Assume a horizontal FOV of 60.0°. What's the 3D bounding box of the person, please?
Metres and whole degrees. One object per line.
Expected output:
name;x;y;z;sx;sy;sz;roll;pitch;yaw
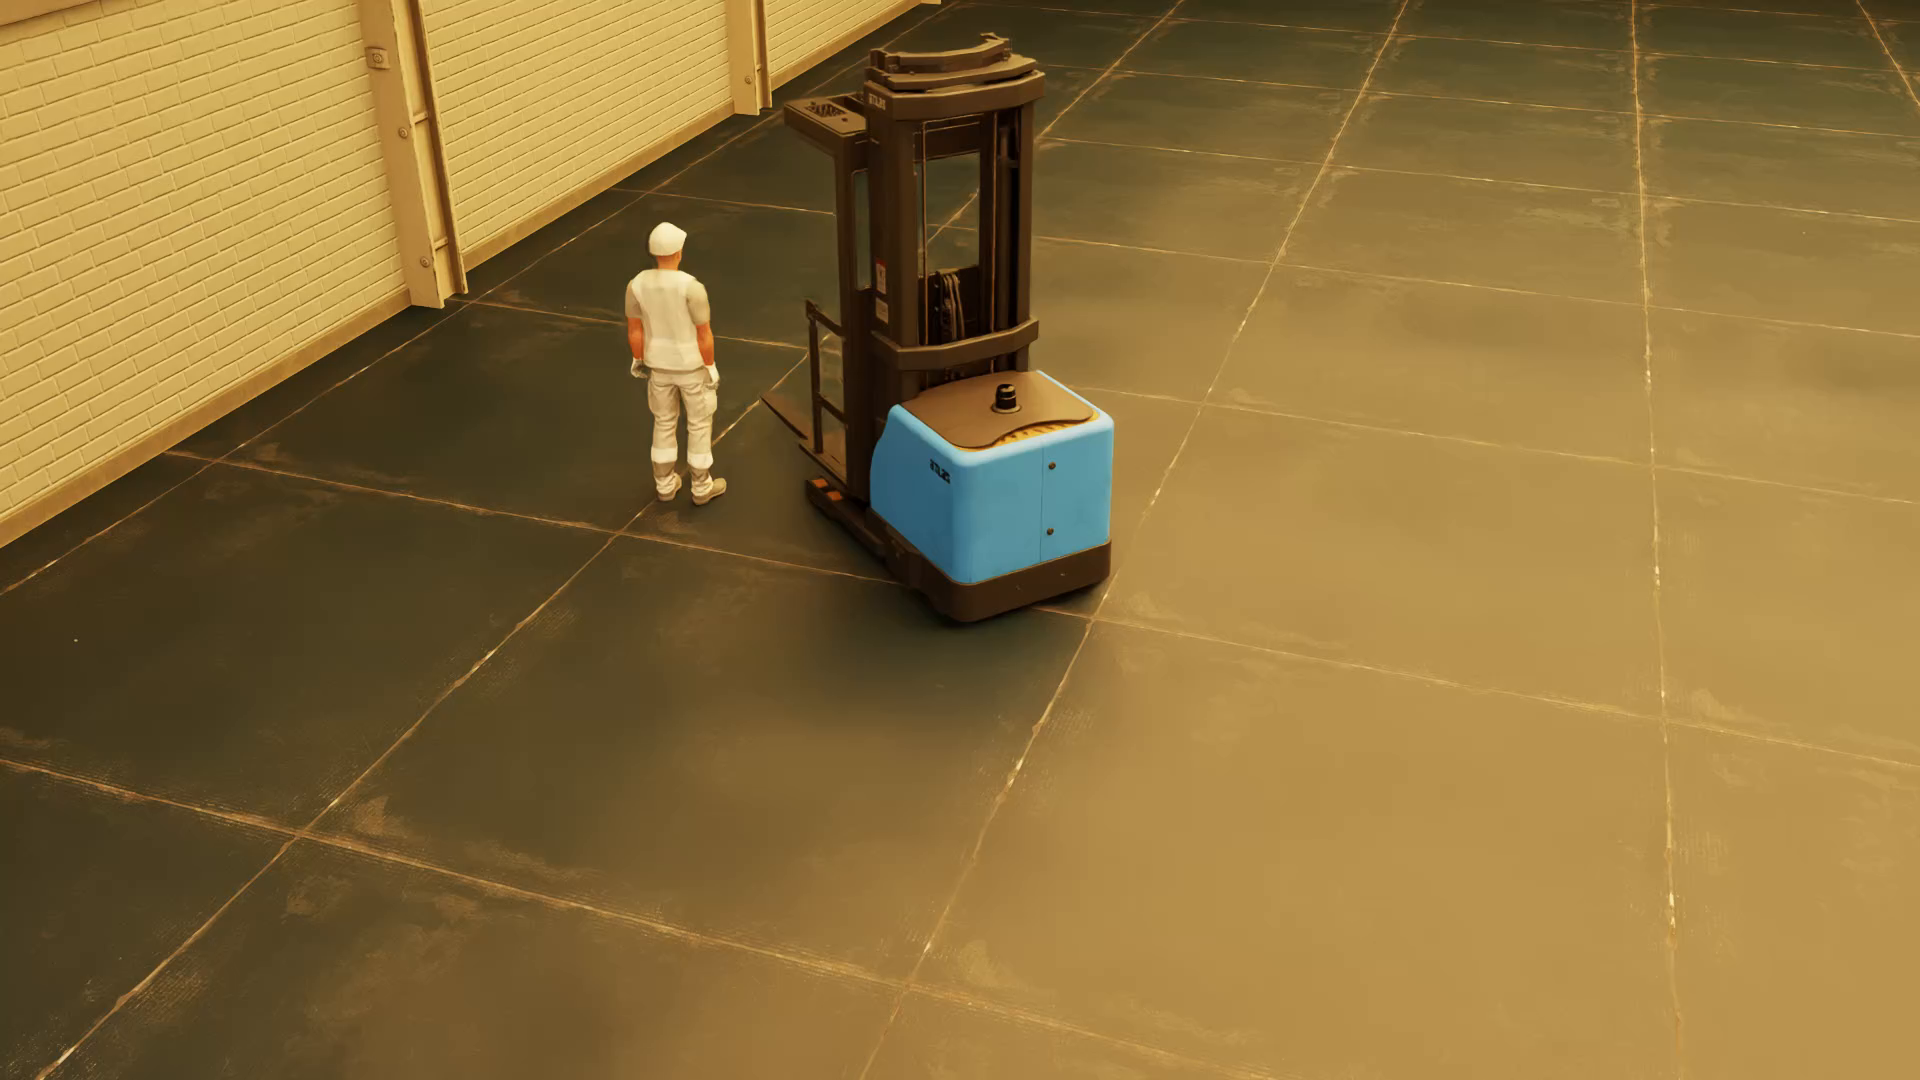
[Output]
person;-1.739;-1.073;10.176;0.580;1.794;0.330;7;30;12

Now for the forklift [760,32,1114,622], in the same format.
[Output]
forklift;-0.316;-1.516;9.797;1.130;2.935;3.031;-16;33;-26
